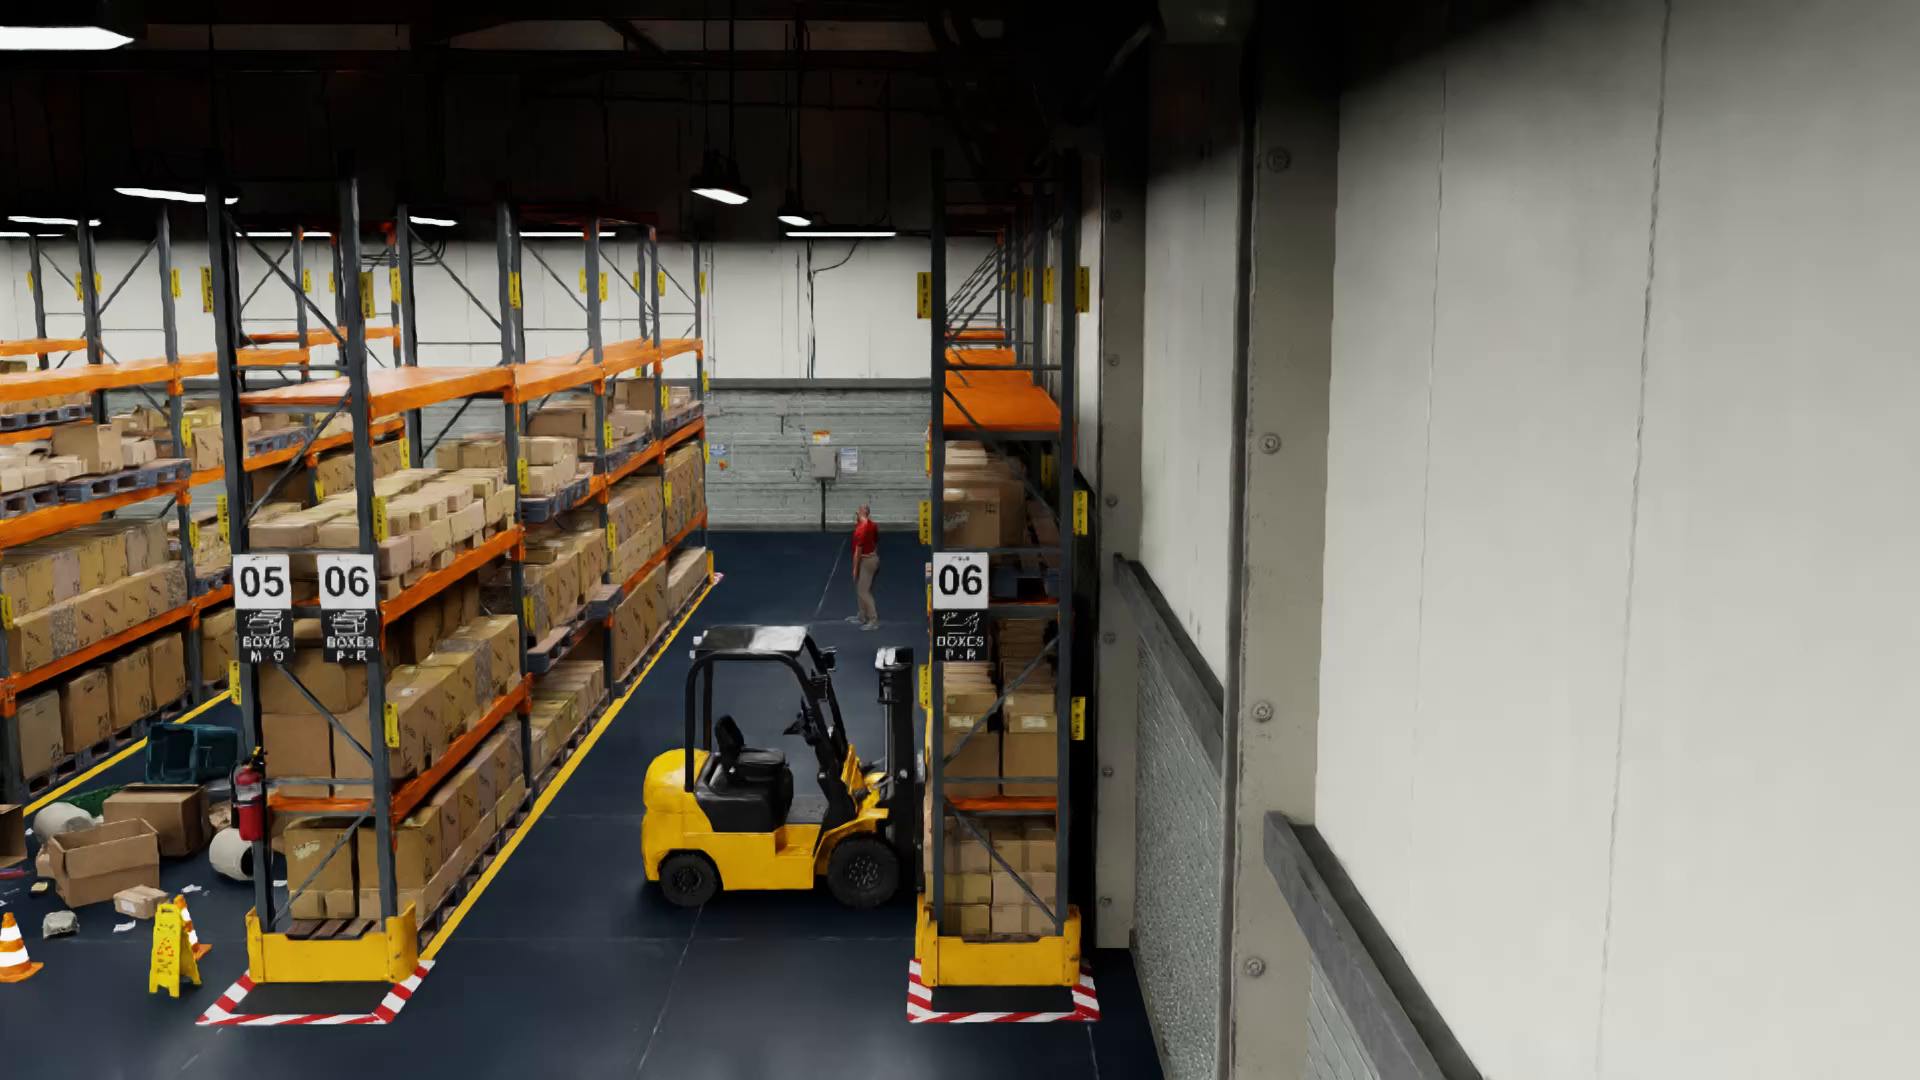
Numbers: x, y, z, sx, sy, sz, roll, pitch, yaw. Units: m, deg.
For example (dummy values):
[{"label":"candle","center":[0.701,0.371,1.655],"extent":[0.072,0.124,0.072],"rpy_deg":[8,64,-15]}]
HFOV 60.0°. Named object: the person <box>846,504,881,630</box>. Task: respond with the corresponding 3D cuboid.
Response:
[{"label":"person","center":[-1.345,0.356,23.077],"extent":[0.605,1.704,0.667],"rpy_deg":[3,9,16]}]
